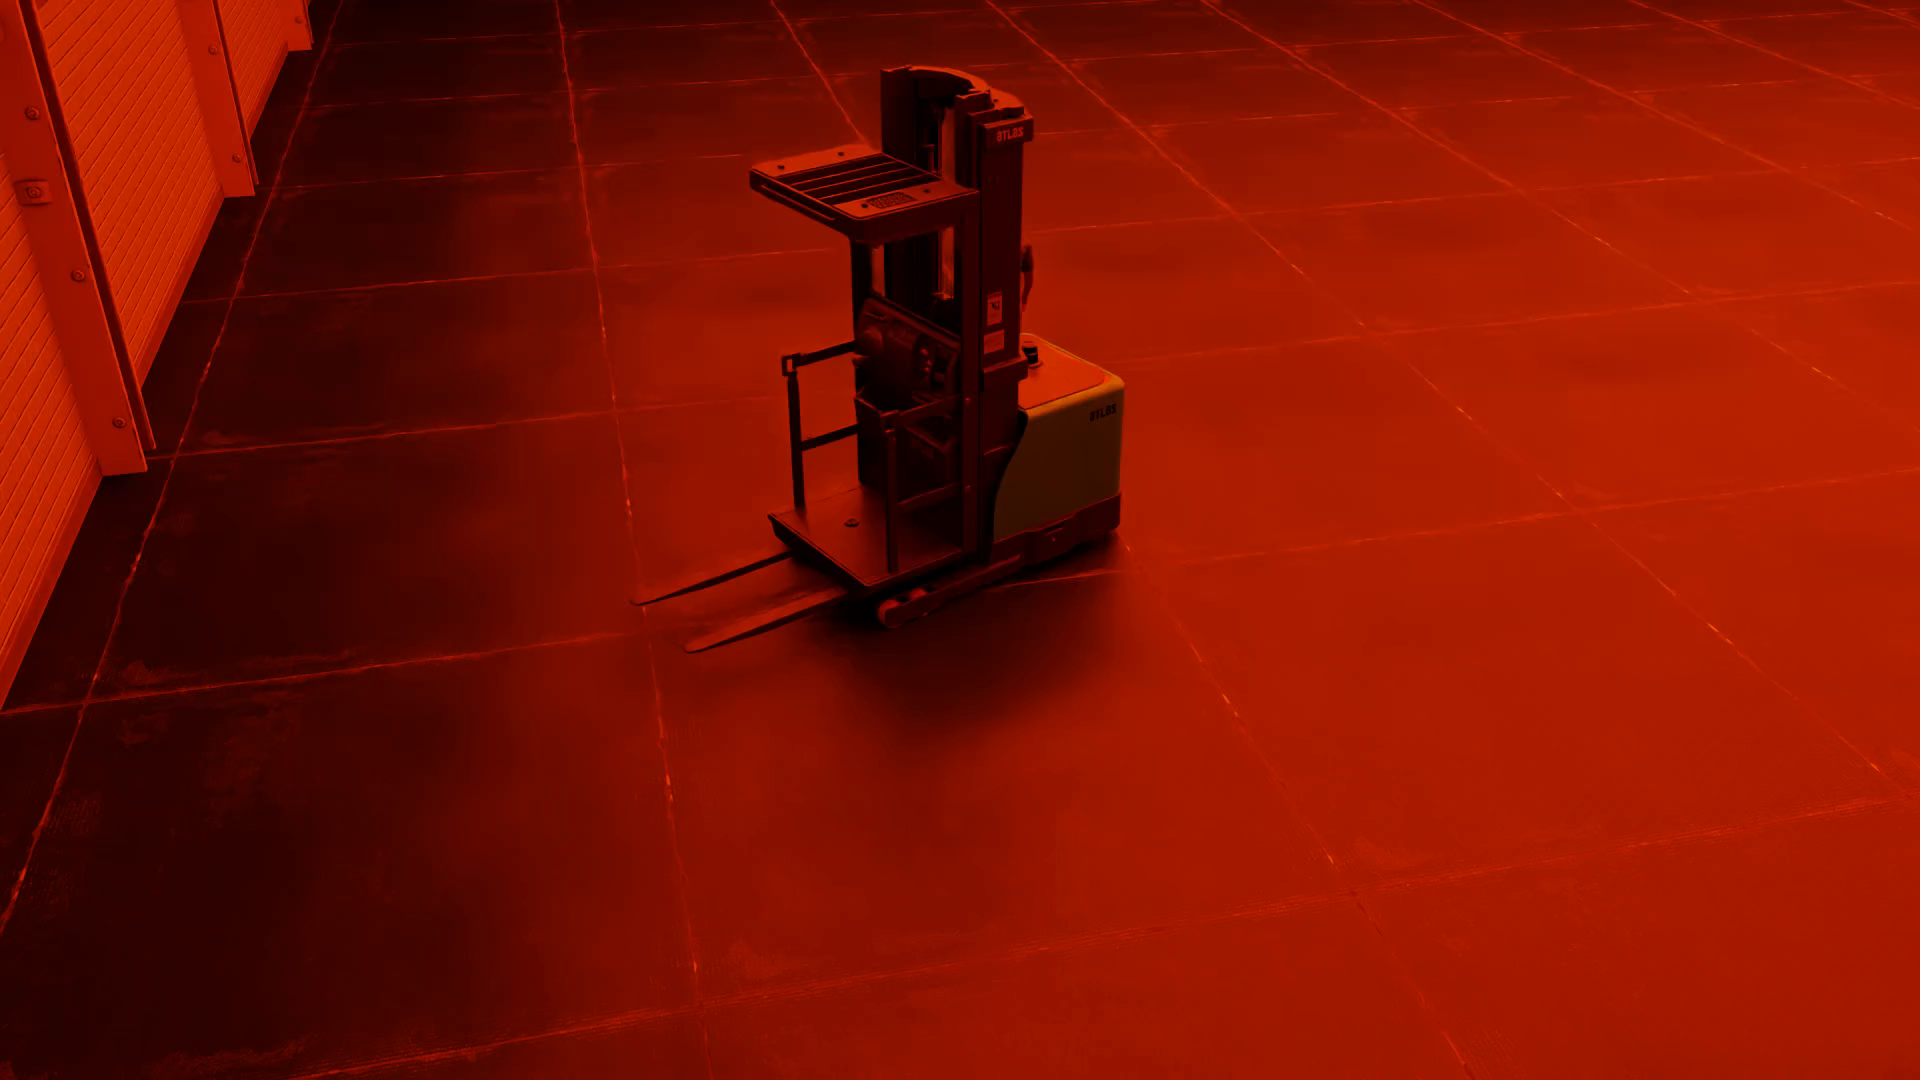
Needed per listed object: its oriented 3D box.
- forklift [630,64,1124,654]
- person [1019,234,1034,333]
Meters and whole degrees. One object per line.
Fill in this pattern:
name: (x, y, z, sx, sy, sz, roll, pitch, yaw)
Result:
forklift: (-0.471, -1.056, 9.398, 3.031, 2.935, 1.130, -21, 36, -32)
person: (0.253, -1.593, 11.634, 0.757, 1.637, 0.304, -22, 37, -33)
